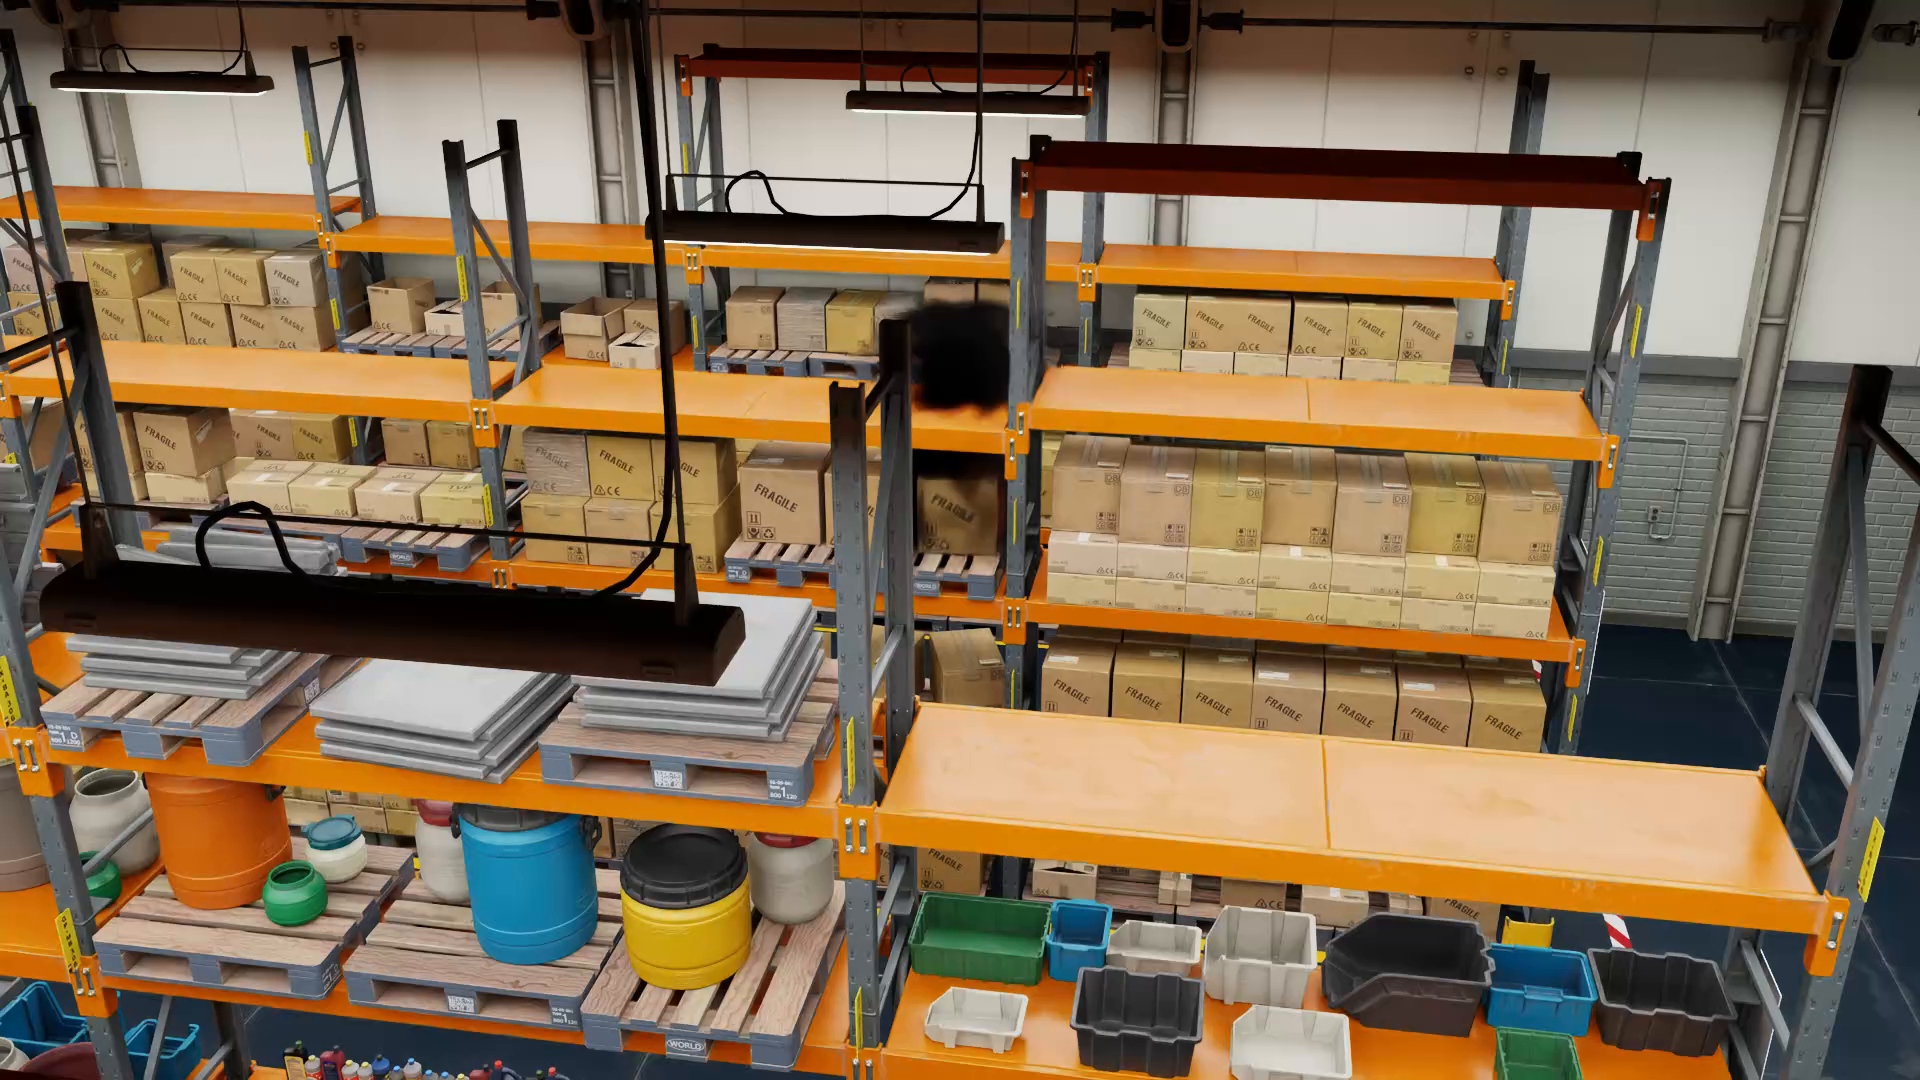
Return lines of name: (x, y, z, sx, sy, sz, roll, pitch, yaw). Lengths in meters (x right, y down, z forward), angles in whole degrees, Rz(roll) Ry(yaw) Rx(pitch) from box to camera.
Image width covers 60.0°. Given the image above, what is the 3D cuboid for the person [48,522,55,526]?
person: (-9.318, 0.310, 17.540, 0.788, 1.667, 0.663, -20, 30, -39)
